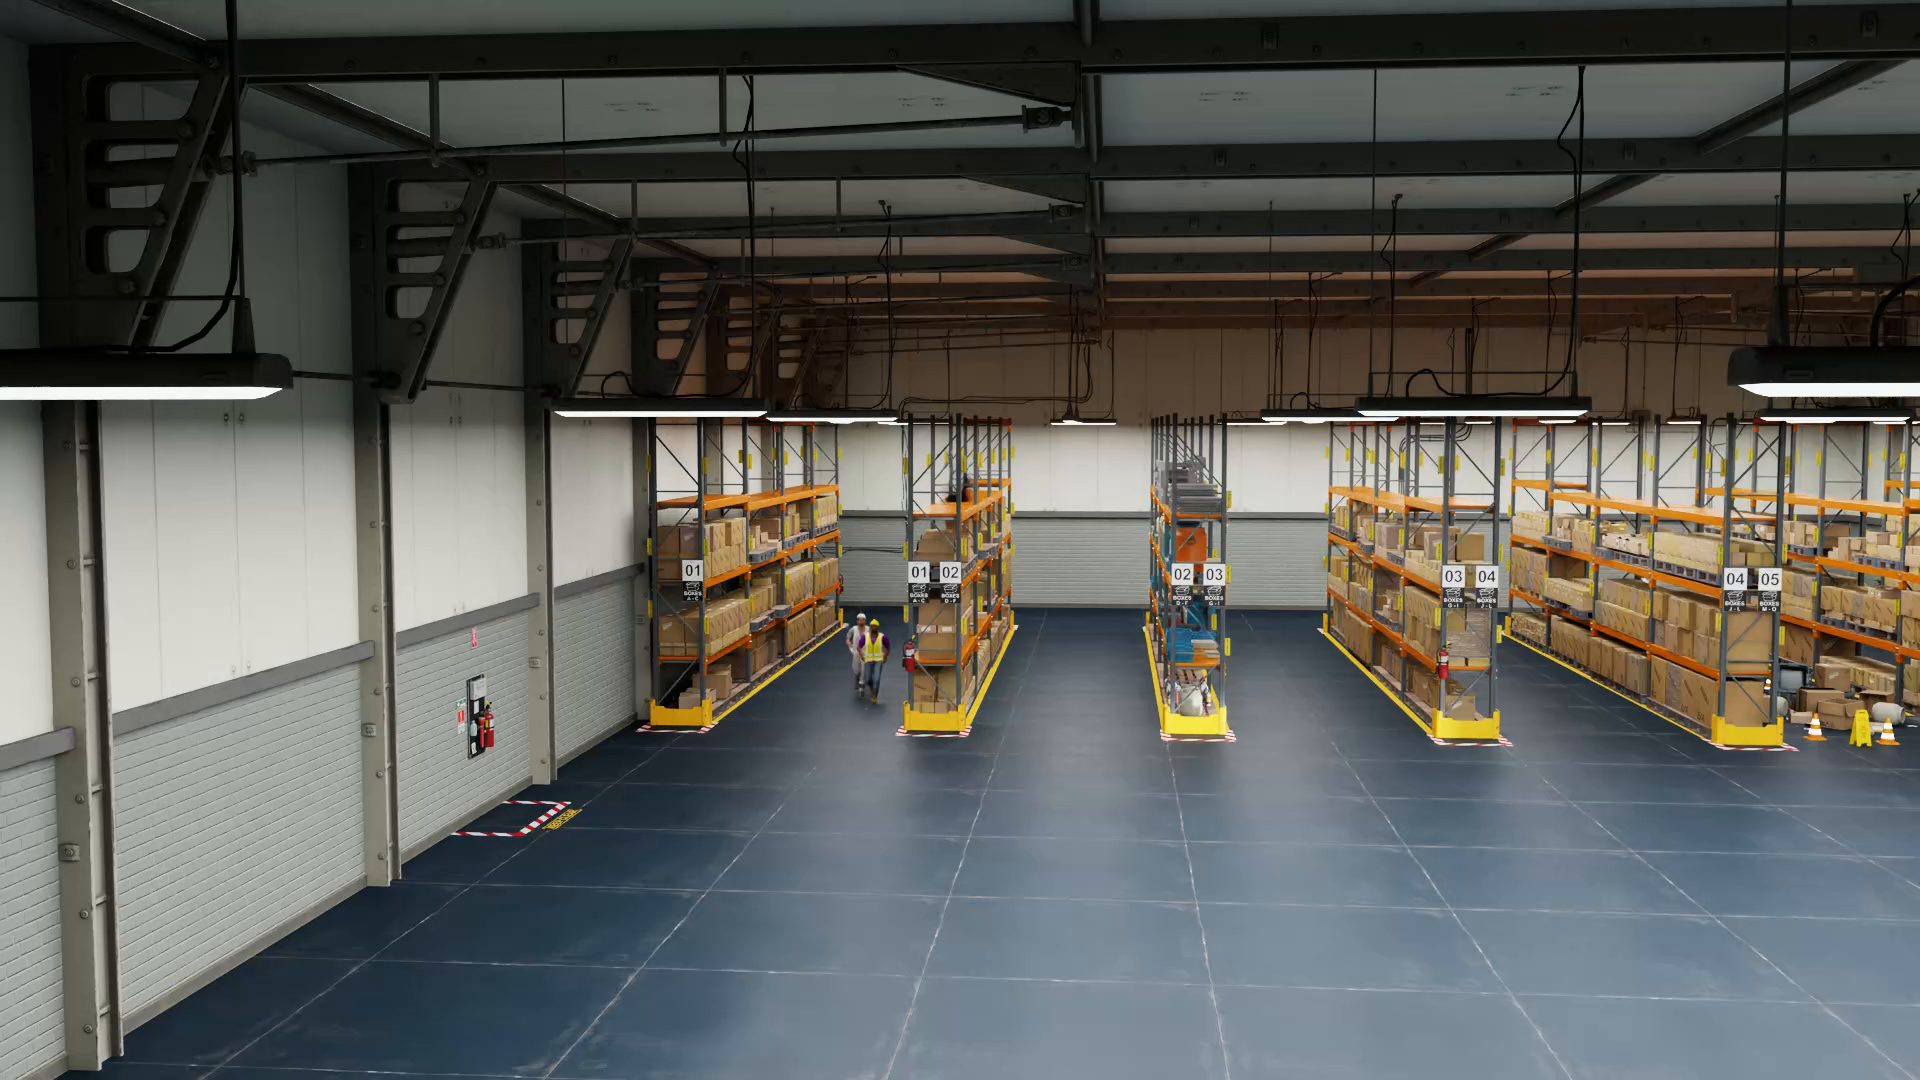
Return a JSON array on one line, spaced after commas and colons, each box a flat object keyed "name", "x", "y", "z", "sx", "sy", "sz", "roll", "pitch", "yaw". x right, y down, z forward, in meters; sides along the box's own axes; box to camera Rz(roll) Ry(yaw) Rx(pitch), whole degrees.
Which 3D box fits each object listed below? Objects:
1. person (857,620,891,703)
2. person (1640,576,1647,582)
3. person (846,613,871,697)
[{"name": "person", "x": -1.809, "y": 2.528, "z": 34.844, "sx": 0.702, "sy": 1.720, "sz": 0.574, "roll": 0, "pitch": 4, "yaw": 3}, {"name": "person", "x": 19.318, "y": 1.683, "z": 47.199, "sx": 0.783, "sy": 1.747, "sz": 0.643, "roll": 0, "pitch": 4, "yaw": 4}, {"name": "person", "x": -2.100, "y": 2.447, "z": 35.675, "sx": 0.683, "sy": 1.771, "sz": 0.717, "roll": 0, "pitch": 4, "yaw": -1}]
